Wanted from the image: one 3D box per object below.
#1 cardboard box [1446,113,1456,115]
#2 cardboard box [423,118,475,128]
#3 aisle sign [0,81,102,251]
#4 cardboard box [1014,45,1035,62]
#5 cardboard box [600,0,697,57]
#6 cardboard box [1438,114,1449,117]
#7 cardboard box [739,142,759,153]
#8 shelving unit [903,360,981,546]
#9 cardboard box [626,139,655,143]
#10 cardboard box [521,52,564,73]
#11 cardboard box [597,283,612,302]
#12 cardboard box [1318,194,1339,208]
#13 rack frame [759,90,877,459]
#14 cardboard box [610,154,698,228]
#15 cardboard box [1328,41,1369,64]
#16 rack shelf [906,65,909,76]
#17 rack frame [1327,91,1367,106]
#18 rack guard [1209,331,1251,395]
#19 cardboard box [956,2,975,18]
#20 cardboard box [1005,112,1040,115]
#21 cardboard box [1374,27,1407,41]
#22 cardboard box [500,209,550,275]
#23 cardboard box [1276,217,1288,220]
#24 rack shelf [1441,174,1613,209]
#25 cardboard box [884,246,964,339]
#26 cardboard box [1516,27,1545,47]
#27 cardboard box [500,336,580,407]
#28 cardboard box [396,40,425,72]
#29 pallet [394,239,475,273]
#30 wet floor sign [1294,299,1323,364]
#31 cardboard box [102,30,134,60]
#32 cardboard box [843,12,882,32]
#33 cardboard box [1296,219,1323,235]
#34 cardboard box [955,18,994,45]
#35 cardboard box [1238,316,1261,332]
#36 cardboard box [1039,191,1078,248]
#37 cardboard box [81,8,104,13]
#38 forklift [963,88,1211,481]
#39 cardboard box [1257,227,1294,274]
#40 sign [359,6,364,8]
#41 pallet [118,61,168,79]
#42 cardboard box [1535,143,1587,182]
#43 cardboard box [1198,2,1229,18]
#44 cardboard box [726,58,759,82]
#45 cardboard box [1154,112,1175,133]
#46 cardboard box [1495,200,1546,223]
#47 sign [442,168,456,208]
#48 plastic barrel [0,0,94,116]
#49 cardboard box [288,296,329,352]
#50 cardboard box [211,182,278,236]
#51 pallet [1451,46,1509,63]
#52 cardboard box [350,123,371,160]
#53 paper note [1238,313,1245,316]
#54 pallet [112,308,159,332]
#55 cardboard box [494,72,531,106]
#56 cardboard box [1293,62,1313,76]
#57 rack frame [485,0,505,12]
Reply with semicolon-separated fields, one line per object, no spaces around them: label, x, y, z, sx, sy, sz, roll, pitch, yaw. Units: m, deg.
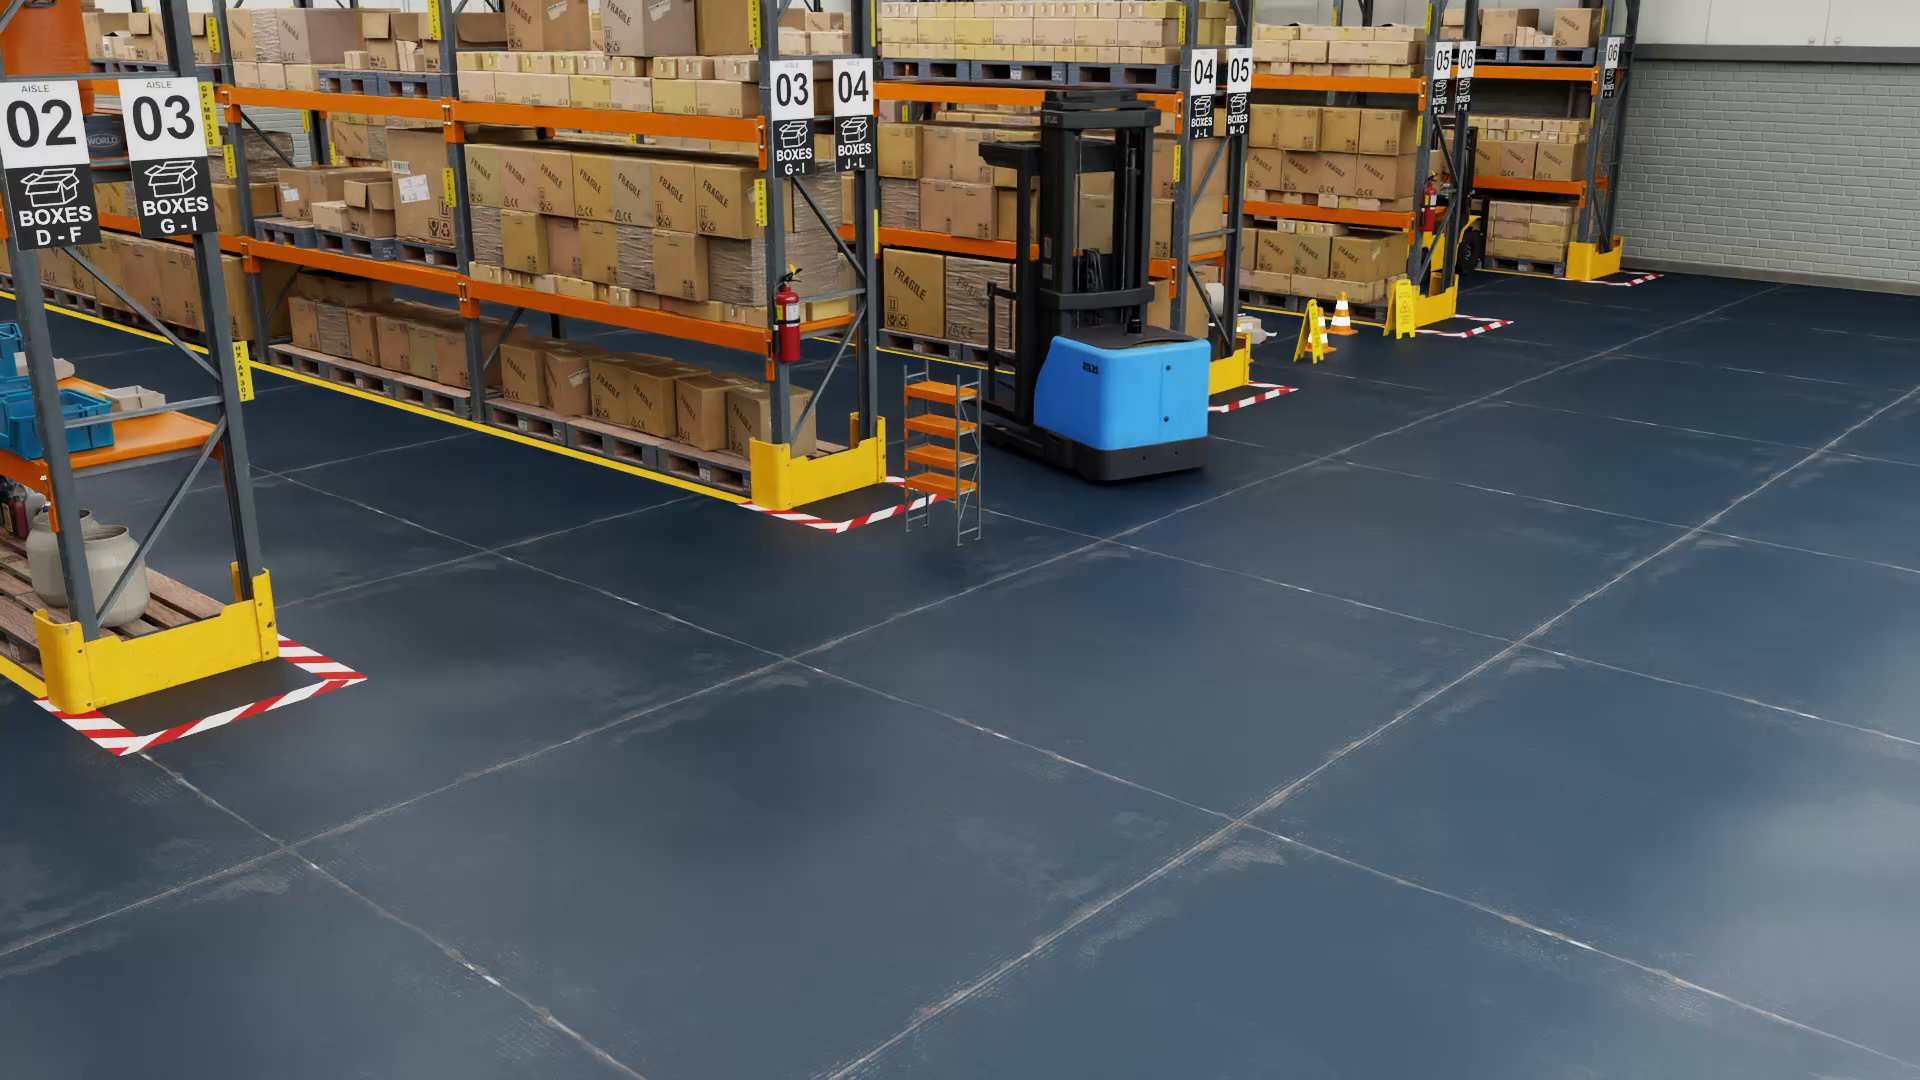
cardboard box;7.238;-6.195;24.444;0.250;0.149;0.380;15;23;39
cardboard box;-7.154;-5.998;23.243;0.500;0.500;0.500;14;22;37
aisle sign;-4.446;-1.824;8.104;0.004;0.787;0.394;15;23;39
cardboard box;0.738;-4.744;16.197;0.250;0.149;0.380;15;23;40
cardboard box;-2.343;-3.899;12.496;0.500;0.500;0.500;15;23;39
cardboard box;6.920;-6.083;24.092;0.250;0.149;0.380;15;23;39
cardboard box;-2.155;-4.621;19.396;0.500;0.500;0.700;15;23;39
shelving unit;-0.124;-0.605;11.535;0.503;1.200;0.258;15;23;39
cardboard box;-4.051;-5.050;21.302;0.250;0.149;0.380;14;23;38
cardboard box;-3.323;-3.867;13.468;0.250;0.149;0.380;16;24;41
cardboard box;-2.698;-2.022;13.438;0.250;0.149;0.380;15;23;39
cardboard box;4.488;-4.063;19.872;0.250;0.149;0.380;16;23;40
rack frame;-1.015;-1.787;12.285;0.127;3.000;1.000;15;23;39
cardboard box;-2.341;-2.708;12.876;0.500;0.500;0.500;15;23;39
cardboard box;4.634;-5.676;19.334;0.500;0.250;0.500;15;23;39
rack shelf;1.075;-6.321;22.801;4.000;0.370;1.077;15;23;39
rack frame;5.863;-5.957;25.422;0.127;3.000;1.000;15;23;39
rack guard;2.370;-1.693;16.120;0.348;0.500;1.175;15;23;39
cardboard box;0.171;-5.276;16.557;0.250;0.149;0.380;15;23;40
cardboard box;0.876;-5.795;23.561;0.500;0.500;0.500;13;22;36
cardboard box;4.946;-5.781;19.008;0.250;0.149;0.380;16;23;40
cardboard box;-3.361;-2.567;14.086;0.500;0.500;0.875;15;23;39
cardboard box;5.465;-5.127;26.040;0.625;0.625;0.875;16;24;42
rack shelf;7.359;-5.212;24.265;4.000;0.370;1.077;15;23;39
cardboard box;-0.215;-2.738;18.098;0.875;0.875;0.875;15;23;40
cardboard box;7.843;-6.915;22.847;0.258;0.266;0.396;15;23;39
cardboard box;-3.735;-1.510;14.849;0.500;0.500;0.500;14;22;38
cardboard box;-4.777;-4.323;14.842;0.258;0.266;0.396;16;24;41
pallet;-4.482;-2.686;15.432;1.213;0.211;1.003;15;23;39
wet floor sign;3.688;-2.209;17.507;0.232;0.644;0.267;11;20;30
cardboard box;-9.230;-5.544;18.615;0.500;0.311;0.500;14;22;37
cardboard box;-1.288;-7.469;24.370;0.500;0.500;0.700;14;22;37
cardboard box;4.285;-3.797;20.158;0.250;0.149;0.380;16;23;40
cardboard box;0.297;-5.077;16.587;0.500;0.250;0.500;15;23;39
cardboard box;3.242;-2.477;19.170;0.380;0.149;0.250;-6;18;-18
cardboard box;1.283;-3.271;16.713;0.550;0.550;0.875;15;23;39
cardboard box;-10.616;-6.066;19.782;0.500;0.500;0.700;13;22;36
forklift;0.830;-2.251;13.859;1.130;2.935;3.031;-9;20;-27
cardboard box;4.025;-3.585;20.562;0.500;0.500;0.500;14;23;38
sign;-9.231;-8.075;25.675;0.005;0.325;0.100;15;23;39
pallet;-8.354;-5.075;17.996;1.213;0.211;1.003;16;24;42
cardboard box;8.312;-5.240;23.000;0.500;0.500;0.500;14;23;38
cardboard box;2.314;-4.966;15.580;0.250;0.149;0.380;15;23;40
cardboard box;-1.430;-3.321;11.747;0.250;0.149;0.380;15;23;39
cardboard box;2.756;-5.361;21.236;0.500;0.500;0.700;15;23;39
cardboard box;7.917;-4.643;23.480;0.500;0.250;0.500;16;23;40
sign;-4.373;-3.016;14.243;0.005;0.325;0.100;15;23;39
plastic barrel;-4.751;-2.570;8.389;0.708;0.830;0.600;15;23;39
cardboard box;-6.485;-2.282;17.249;0.500;0.500;0.700;14;22;36
cardboard box;-7.533;-3.484;17.467;0.500;0.500;0.500;16;24;41
pallet;7.426;-6.934;23.688;1.213;0.211;1.003;15;23;39
cardboard box;-8.687;-5.936;24.699;0.500;0.500;0.500;15;23;40
paper note;3.380;-2.741;20.199;0.148;0.019;0.142;7;19;21
pallet;-9.364;-2.730;19.865;1.213;0.211;1.003;15;23;39
cardboard box;-3.442;-3.695;13.586;0.500;0.250;0.500;15;23;39
cardboard box;4.171;-5.611;19.791;0.250;0.149;0.380;14;22;38
rack frame;-6.623;-8.158;22.442;0.127;3.000;1.000;15;23;39
